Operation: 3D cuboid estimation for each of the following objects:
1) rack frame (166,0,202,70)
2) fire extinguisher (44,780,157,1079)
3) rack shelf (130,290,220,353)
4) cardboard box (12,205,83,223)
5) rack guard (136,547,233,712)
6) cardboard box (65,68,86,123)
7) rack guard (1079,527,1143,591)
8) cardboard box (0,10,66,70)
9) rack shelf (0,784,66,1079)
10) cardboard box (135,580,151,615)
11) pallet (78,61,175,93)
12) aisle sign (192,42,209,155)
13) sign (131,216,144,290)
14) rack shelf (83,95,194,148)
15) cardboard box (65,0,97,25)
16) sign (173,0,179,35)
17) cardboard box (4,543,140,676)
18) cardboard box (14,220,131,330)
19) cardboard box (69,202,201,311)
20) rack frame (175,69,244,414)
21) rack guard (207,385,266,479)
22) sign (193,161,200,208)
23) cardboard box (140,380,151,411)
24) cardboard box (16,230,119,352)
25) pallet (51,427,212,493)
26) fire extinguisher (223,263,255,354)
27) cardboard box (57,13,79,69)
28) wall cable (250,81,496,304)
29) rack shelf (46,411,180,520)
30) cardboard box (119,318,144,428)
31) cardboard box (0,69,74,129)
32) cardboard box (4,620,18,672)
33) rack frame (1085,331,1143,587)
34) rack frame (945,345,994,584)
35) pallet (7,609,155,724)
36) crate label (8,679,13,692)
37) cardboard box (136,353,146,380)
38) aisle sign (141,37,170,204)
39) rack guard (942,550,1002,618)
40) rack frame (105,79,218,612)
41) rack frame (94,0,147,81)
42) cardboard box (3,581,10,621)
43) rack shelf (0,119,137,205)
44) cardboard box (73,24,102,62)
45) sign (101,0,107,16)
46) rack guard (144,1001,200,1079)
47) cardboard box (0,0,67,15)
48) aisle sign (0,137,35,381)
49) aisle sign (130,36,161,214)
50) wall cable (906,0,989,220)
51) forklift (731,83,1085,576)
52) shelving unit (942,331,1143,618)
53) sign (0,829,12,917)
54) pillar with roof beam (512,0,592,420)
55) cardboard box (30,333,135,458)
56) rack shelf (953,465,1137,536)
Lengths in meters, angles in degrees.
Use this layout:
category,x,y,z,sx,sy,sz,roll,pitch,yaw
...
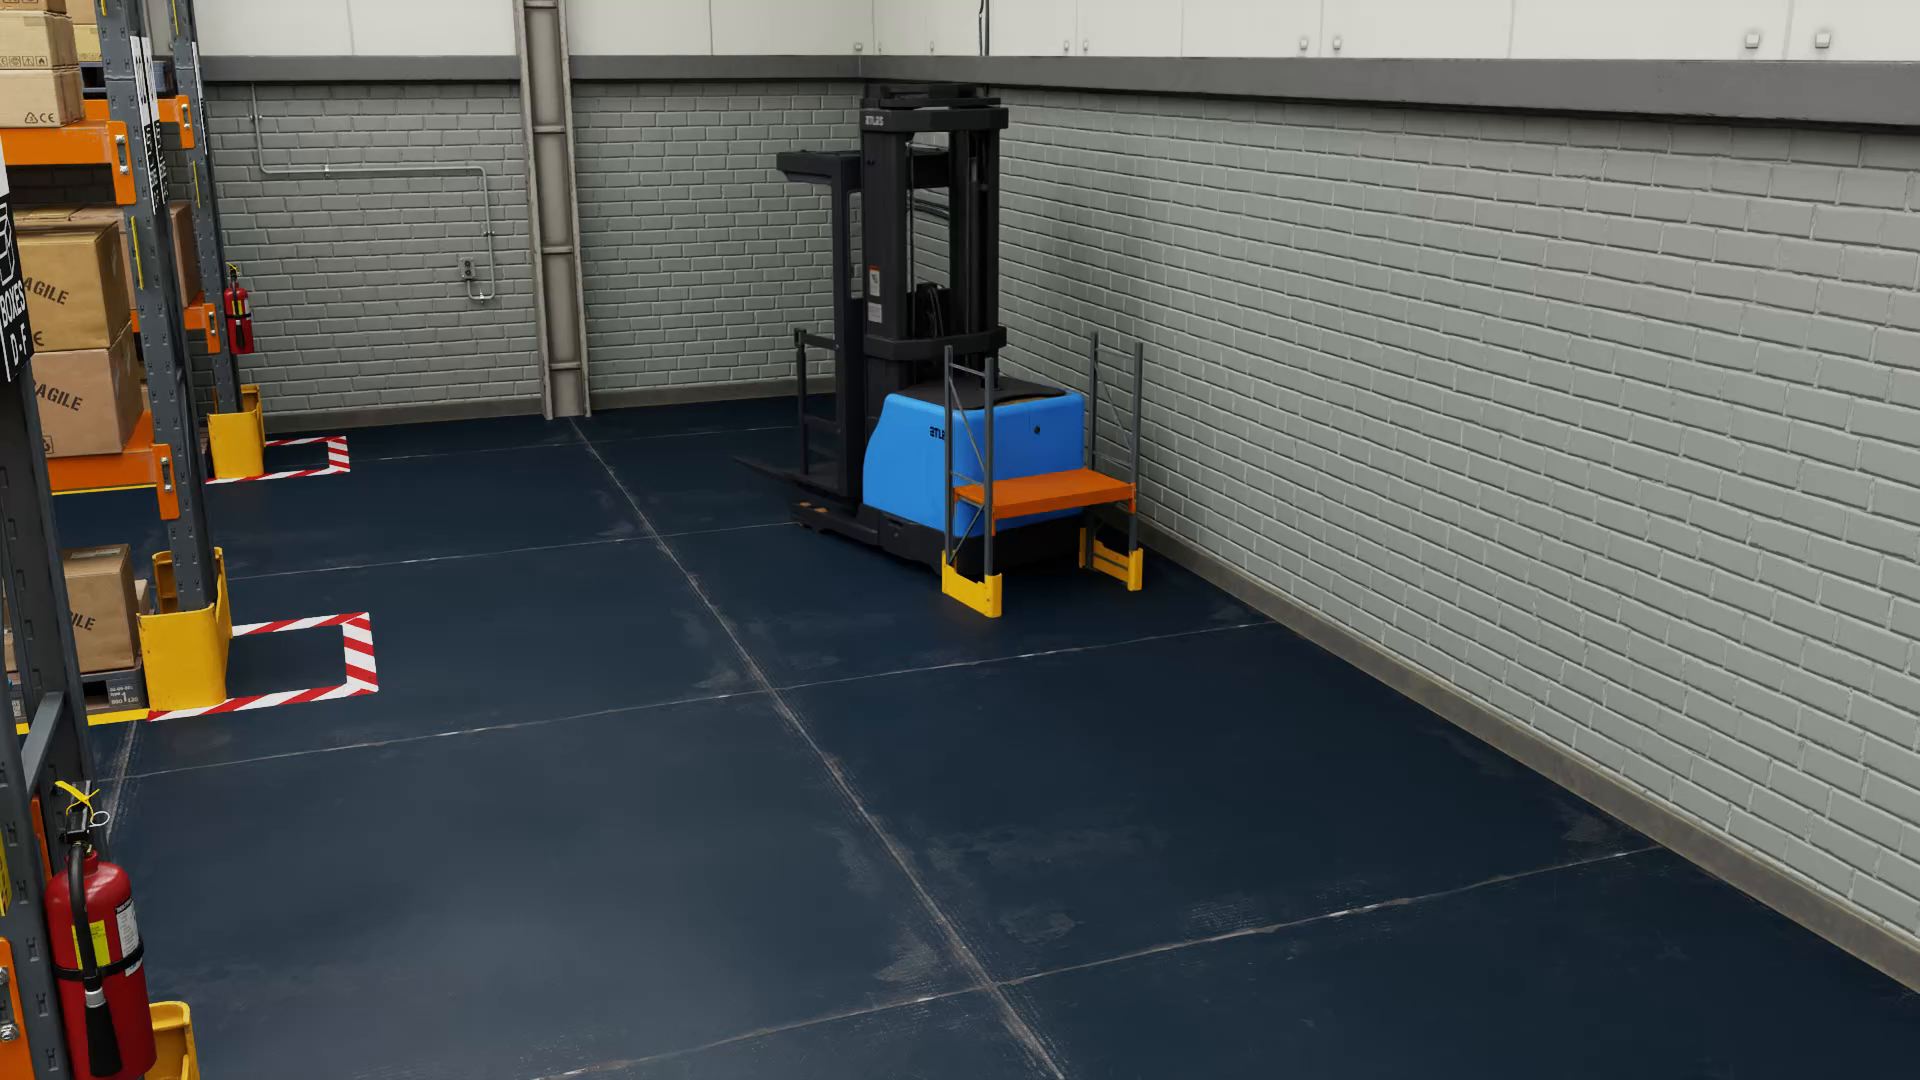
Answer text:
category,x,y,z,sx,sy,sz,roll,pitch,yaw
rack frame,-5.742,-4.943,11.961,0.127,3.000,1.000,-6,17,-20
fire extinguisher,-1.894,0.862,3.638,0.183,0.674,0.296,-6,17,-20
rack shelf,-7.610,-1.518,12.221,4.000,0.370,1.077,-6,17,-20
cardboard box,-6.890,-2.078,12.320,0.700,0.700,0.980,-6,18,-21
rack guard,-4.037,0.445,8.695,0.348,0.500,1.175,-6,17,-20
cardboard box,-4.537,-2.144,8.019,0.500,0.250,0.500,-6,17,-20
rack guard,0.928,0.113,10.270,0.087,0.250,0.587,-9,19,-29
cardboard box,-4.355,-2.250,7.492,0.500,0.250,0.500,-6,17,-20
rack shelf,-4.065,1.089,3.345,4.000,0.370,1.077,-6,17,-20
cardboard box,-4.480,0.347,8.873,0.250,0.149,0.380,-6,17,-20
pallet,-6.431,-3.384,12.132,1.213,0.211,1.003,-6,17,-20
aisle sign,-5.568,-3.241,12.196,0.004,0.787,0.394,-6,17,-20
sign,-3.786,-1.321,7.657,0.005,0.325,0.100,-6,17,-20
rack shelf,-7.610,-2.957,11.798,4.000,0.370,1.077,-6,17,-20
cardboard box,-6.328,-3.896,11.730,0.500,0.500,0.500,-6,17,-20
sign,-5.561,-3.747,11.779,0.005,0.325,0.100,-6,17,-20
cardboard box,-4.386,0.346,8.252,0.500,0.500,0.500,-6,17,-20
cardboard box,-4.475,-1.314,8.298,0.500,0.500,0.500,-6,17,-18
cardboard box,-6.215,-2.155,12.580,0.700,0.700,0.980,-5,17,-18
rack frame,-5.742,-2.065,12.806,0.127,3.000,1.000,-6,17,-20
rack guard,-5.720,-0.868,13.167,0.348,0.500,1.175,-6,17,-20
sign,-5.561,-2.590,12.119,0.005,0.325,0.100,-6,17,-20
cardboard box,-6.360,-0.970,12.769,0.500,0.500,0.700,-6,17,-20
cardboard box,-4.284,-1.172,7.815,0.500,0.500,0.500,-6,18,-21
pallet,-6.461,-0.626,12.854,1.213,0.211,1.003,-6,17,-20
fire extinguisher,-5.436,-1.743,12.508,0.183,0.674,0.296,-6,17,-20
cardboard box,-4.539,-2.386,7.954,0.500,0.250,0.500,-6,17,-20
wall cable,-4.885,-2.930,13.950,1.851,1.984,0.084,-6,17,-20
rack shelf,-5.834,-0.215,7.784,4.000,0.370,1.077,-6,17,-20
cardboard box,-4.475,-0.835,8.439,0.500,0.500,0.500,-6,17,-19
cardboard box,-4.352,-2.008,7.555,0.500,0.250,0.500,-6,17,-20
cardboard box,-4.796,0.523,8.241,0.250,0.166,0.380,-6,17,-20
rack frame,0.929,-0.487,10.095,0.032,1.500,0.500,-9,19,-29
rack frame,0.049,-0.343,9.606,0.032,1.500,0.500,-9,19,-29
pallet,-4.781,0.664,8.461,1.213,0.211,1.003,-6,17,-20
crate label,-2.546,0.532,4.155,0.303,0.233,0.416,-6,17,-20
cardboard box,-6.315,-1.347,12.900,0.250,0.149,0.380,-6,17,-20
aisle sign,-4.008,-2.093,8.289,0.004,0.787,0.394,-6,17,-20
rack guard,0.066,0.253,9.791,0.087,0.250,0.587,-9,19,-29
rack frame,-3.966,-0.762,8.369,0.127,3.000,1.000,-6,17,-20
rack frame,-3.966,-3.640,7.524,0.127,3.000,1.000,-6,17,-20
cardboard box,-5.043,0.377,8.590,0.500,0.250,0.500,-6,17,-20
rack shelf,-5.834,-1.654,7.361,4.000,0.370,1.077,-6,17,-20
cardboard box,-6.331,-3.538,11.842,0.500,0.250,0.500,-6,17,-18
sign,-3.786,-2.478,7.318,0.005,0.325,0.100,-6,17,-20
rack guard,-2.180,1.735,4.302,0.348,0.500,1.175,-6,17,-20
cardboard box,-4.440,-2.673,7.601,0.500,0.500,0.700,-6,17,-20
aisle sign,-2.237,-0.791,3.854,0.004,0.787,0.394,-6,17,-20
aisle sign,-3.793,-1.936,7.752,0.004,0.787,0.394,-6,17,-20
wall cable,-0.333,-3.930,14.020,0.112,2.526,3.097,-6,17,-20
forklift,-0.509,-1.534,11.122,1.130,2.935,3.031,-13,21,-36
shelving unit,0.497,-0.416,9.855,1.083,1.500,0.587,-9,19,-29
sign,-1.985,0.607,3.420,0.005,0.325,0.100,-6,17,-20
pillar with roof beam,-1.990,-4.310,9.806,0.400,9.000,9.100,-6,17,-20
cardboard box,-4.287,-0.693,7.957,0.500,0.500,0.500,-6,17,-18
rack shelf,0.489,-0.243,9.901,1.000,0.185,0.538,-9,19,-29
